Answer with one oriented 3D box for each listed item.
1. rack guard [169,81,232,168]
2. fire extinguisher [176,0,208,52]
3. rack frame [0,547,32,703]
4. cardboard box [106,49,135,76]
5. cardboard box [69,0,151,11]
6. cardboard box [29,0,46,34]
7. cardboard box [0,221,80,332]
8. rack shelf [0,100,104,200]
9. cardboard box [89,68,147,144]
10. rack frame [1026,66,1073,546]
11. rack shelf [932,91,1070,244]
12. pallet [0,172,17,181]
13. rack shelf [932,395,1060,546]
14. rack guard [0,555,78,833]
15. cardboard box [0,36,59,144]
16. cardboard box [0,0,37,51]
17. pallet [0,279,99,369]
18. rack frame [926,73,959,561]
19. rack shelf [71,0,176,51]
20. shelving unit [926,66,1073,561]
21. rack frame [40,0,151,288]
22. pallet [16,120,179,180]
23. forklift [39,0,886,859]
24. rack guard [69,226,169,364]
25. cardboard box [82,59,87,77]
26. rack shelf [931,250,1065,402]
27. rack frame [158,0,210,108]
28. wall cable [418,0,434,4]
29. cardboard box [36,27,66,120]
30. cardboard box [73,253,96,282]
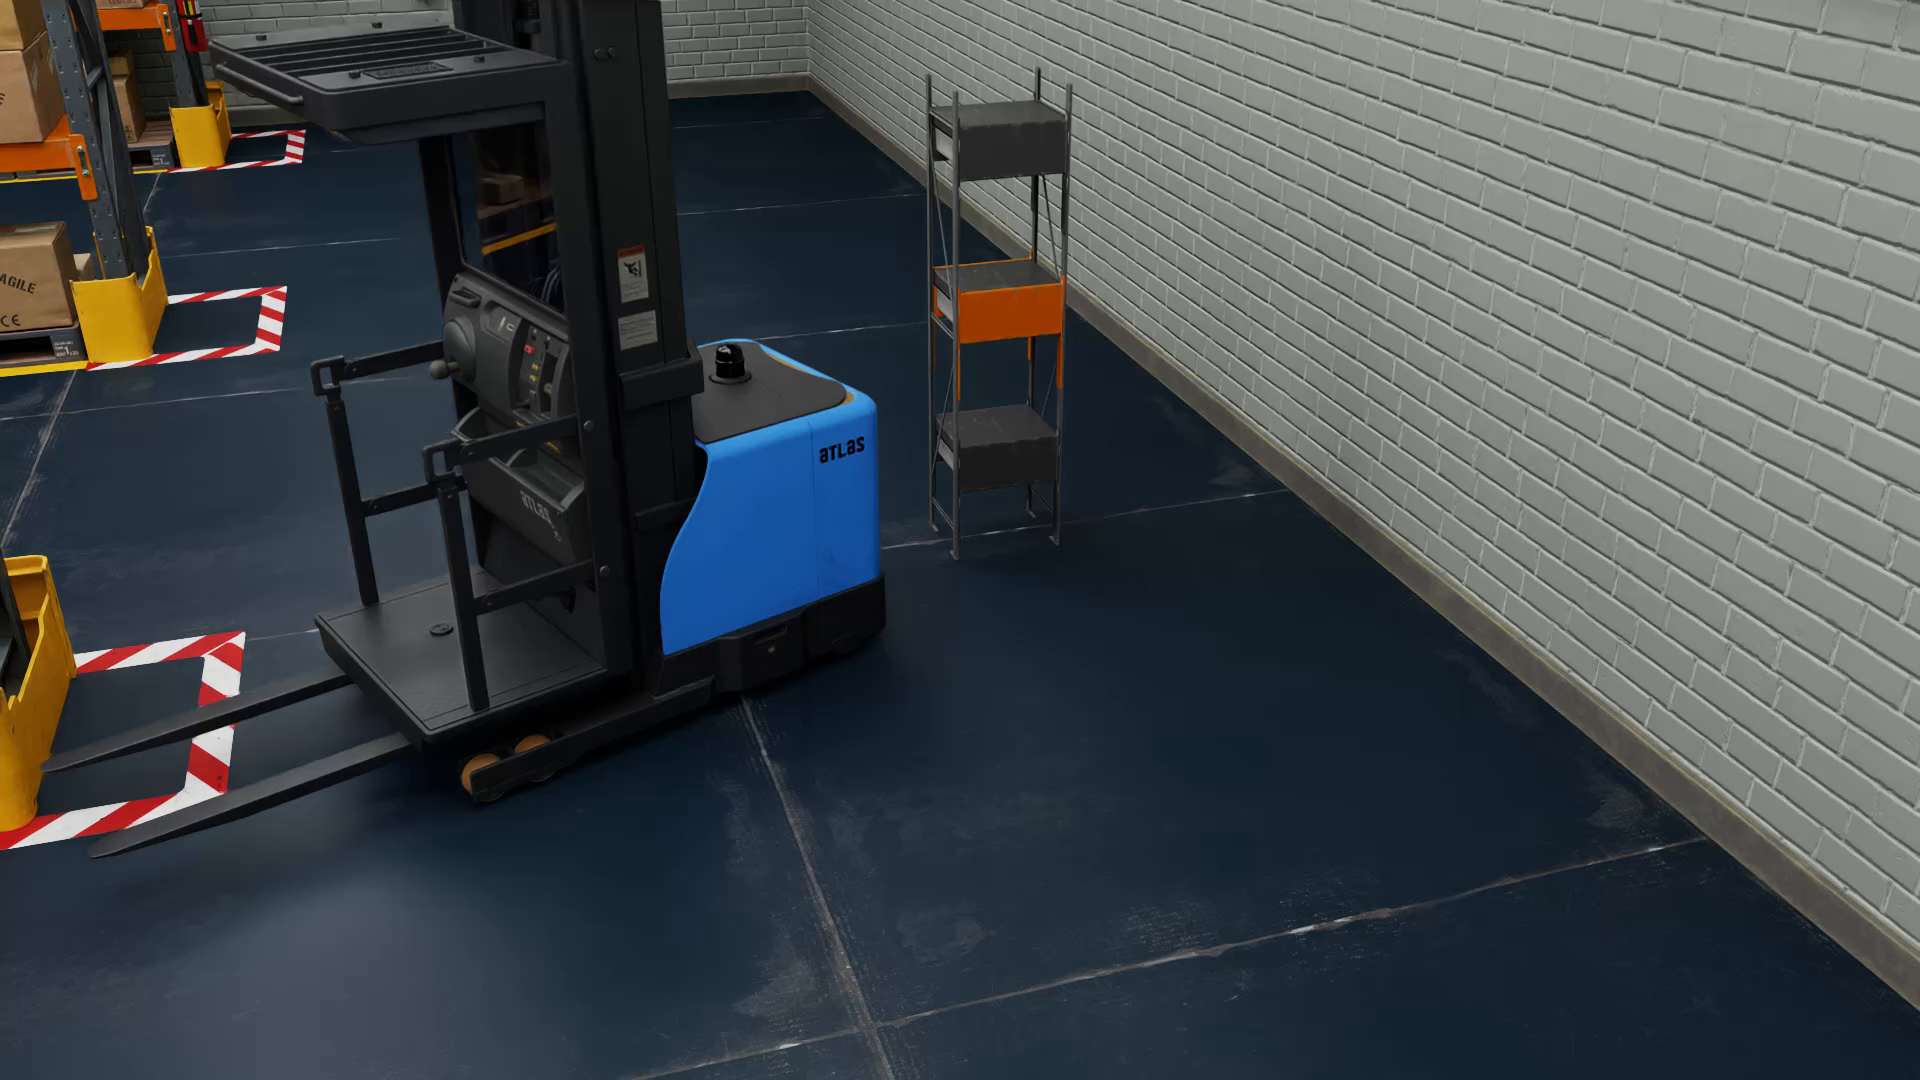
[{"bbox_3d":[-6.617,-3.638,14.515,0.348,0.500,1.175,-8,28,-16],"label":"rack guard"},{"bbox_3d":[-6.354,-4.378,13.701,0.183,0.674,0.296,-8,28,-16],"label":"fire extinguisher"},{"bbox_3d":[-3.572,-0.565,5.515,0.127,3.000,1.000,-8,28,-16],"label":"rack frame"},{"bbox_3d":[-7.218,-4.076,14.196,0.250,0.149,0.380,-8,28,-16],"label":"cardboard box"},{"bbox_3d":[-7.122,-4.814,13.736,0.700,0.700,0.980,-7,27,-14],"label":"cardboard box"},{"bbox_3d":[-5.606,-3.203,9.591,0.500,0.500,0.500,-7,27,-15],"label":"cardboard box"},{"bbox_3d":[-5.543,-1.558,9.832,0.500,0.500,0.500,-8,28,-16],"label":"cardboard box"},{"bbox_3d":[-7.004,-2.062,9.340,4.000,0.370,1.077,-8,28,-16],"label":"rack shelf"},{"bbox_3d":[-7.275,-3.684,14.135,0.500,0.500,0.700,-8,28,-16],"label":"cardboard box"},{"bbox_3d":[0.389,-0.997,7.397,0.015,2.100,0.400,-8,28,-16],"label":"rack frame"},{"bbox_3d":[0.157,-1.578,7.024,0.480,0.518,0.431,-8,28,-16],"label":"rack shelf"},{"bbox_3d":[-8.534,-3.195,13.949,1.213,0.211,1.003,-8,28,-16],"label":"pallet"},{"bbox_3d":[0.157,-0.324,7.646,0.480,0.518,0.431,-8,28,-16],"label":"rack shelf"},{"bbox_3d":[-3.553,0.546,6.088,0.348,0.500,1.175,-8,28,-16],"label":"rack guard"},{"bbox_3d":[-5.444,-2.528,9.356,0.500,0.500,0.500,-7,27,-15],"label":"cardboard box"},{"bbox_3d":[-5.441,-2.975,9.132,0.500,0.500,0.500,-8,28,-17],"label":"cardboard box"},{"bbox_3d":[-5.933,-1.290,10.112,1.213,0.211,1.003,-8,28,-16],"label":"pallet"},{"bbox_3d":[-0.075,-0.930,7.261,0.015,2.100,0.400,-8,28,-16],"label":"rack frame"},{"bbox_3d":[-8.542,-4.156,13.558,4.000,0.370,1.077,-8,28,-16],"label":"rack shelf"},{"bbox_3d":[0.157,-0.963,7.329,0.503,2.100,0.431,-8,28,-16],"label":"shelving unit"},{"bbox_3d":[-5.103,-2.660,9.734,0.127,3.000,1.000,-8,28,-16],"label":"rack frame"},{"bbox_3d":[-7.376,-3.362,14.284,1.213,0.211,1.003,-8,28,-16],"label":"pallet"},{"bbox_3d":[-1.770,-0.652,5.766,3.031,2.935,1.130,-20,33,-34],"label":"forklift"},{"bbox_3d":[-5.175,-1.530,10.269,0.348,0.500,1.175,-8,28,-16],"label":"rack guard"},{"bbox_3d":[-7.340,-3.879,13.800,0.250,0.149,0.380,-9,28,-17],"label":"cardboard box"},{"bbox_3d":[0.157,-0.951,7.335,0.480,0.518,0.431,-8,28,-16],"label":"rack shelf"},{"bbox_3d":[-6.640,-4.754,13.952,0.127,3.000,1.000,-8,28,-16],"label":"rack frame"},{"bbox_3d":[-5.716,-5.785,14.887,1.851,1.984,0.084,-8,28,-16],"label":"wall cable"},{"bbox_3d":[-5.606,-2.755,9.814,0.500,0.500,0.500,-8,27,-15],"label":"cardboard box"},{"bbox_3d":[-5.607,-1.668,10.447,0.250,0.149,0.380,-8,28,-16],"label":"cardboard box"}]
